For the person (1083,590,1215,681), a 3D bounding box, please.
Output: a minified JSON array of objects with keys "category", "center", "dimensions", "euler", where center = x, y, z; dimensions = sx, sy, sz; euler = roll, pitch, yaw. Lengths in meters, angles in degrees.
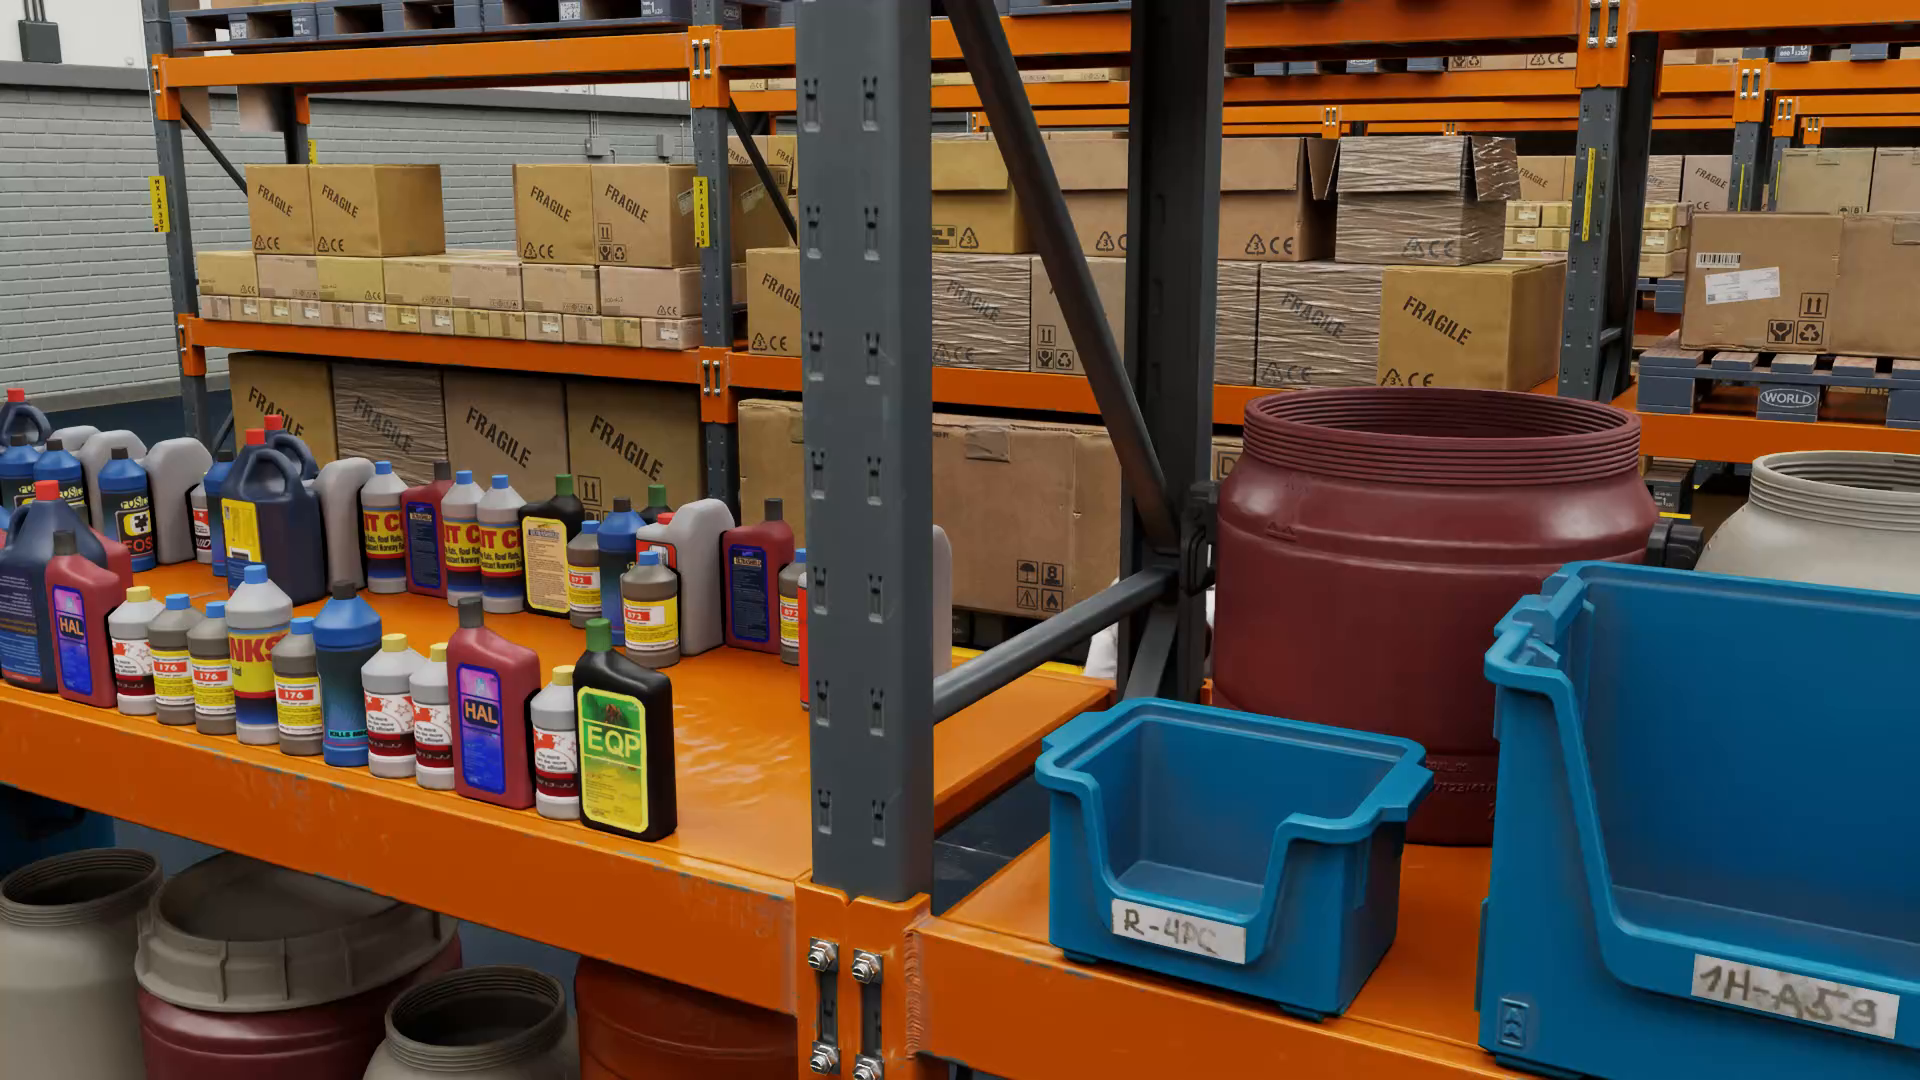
[{"category":"person","center":[0.694,0.573,4.911],"dimensions":[0.602,1.087,0.874],"euler":[7,14,28]}]
